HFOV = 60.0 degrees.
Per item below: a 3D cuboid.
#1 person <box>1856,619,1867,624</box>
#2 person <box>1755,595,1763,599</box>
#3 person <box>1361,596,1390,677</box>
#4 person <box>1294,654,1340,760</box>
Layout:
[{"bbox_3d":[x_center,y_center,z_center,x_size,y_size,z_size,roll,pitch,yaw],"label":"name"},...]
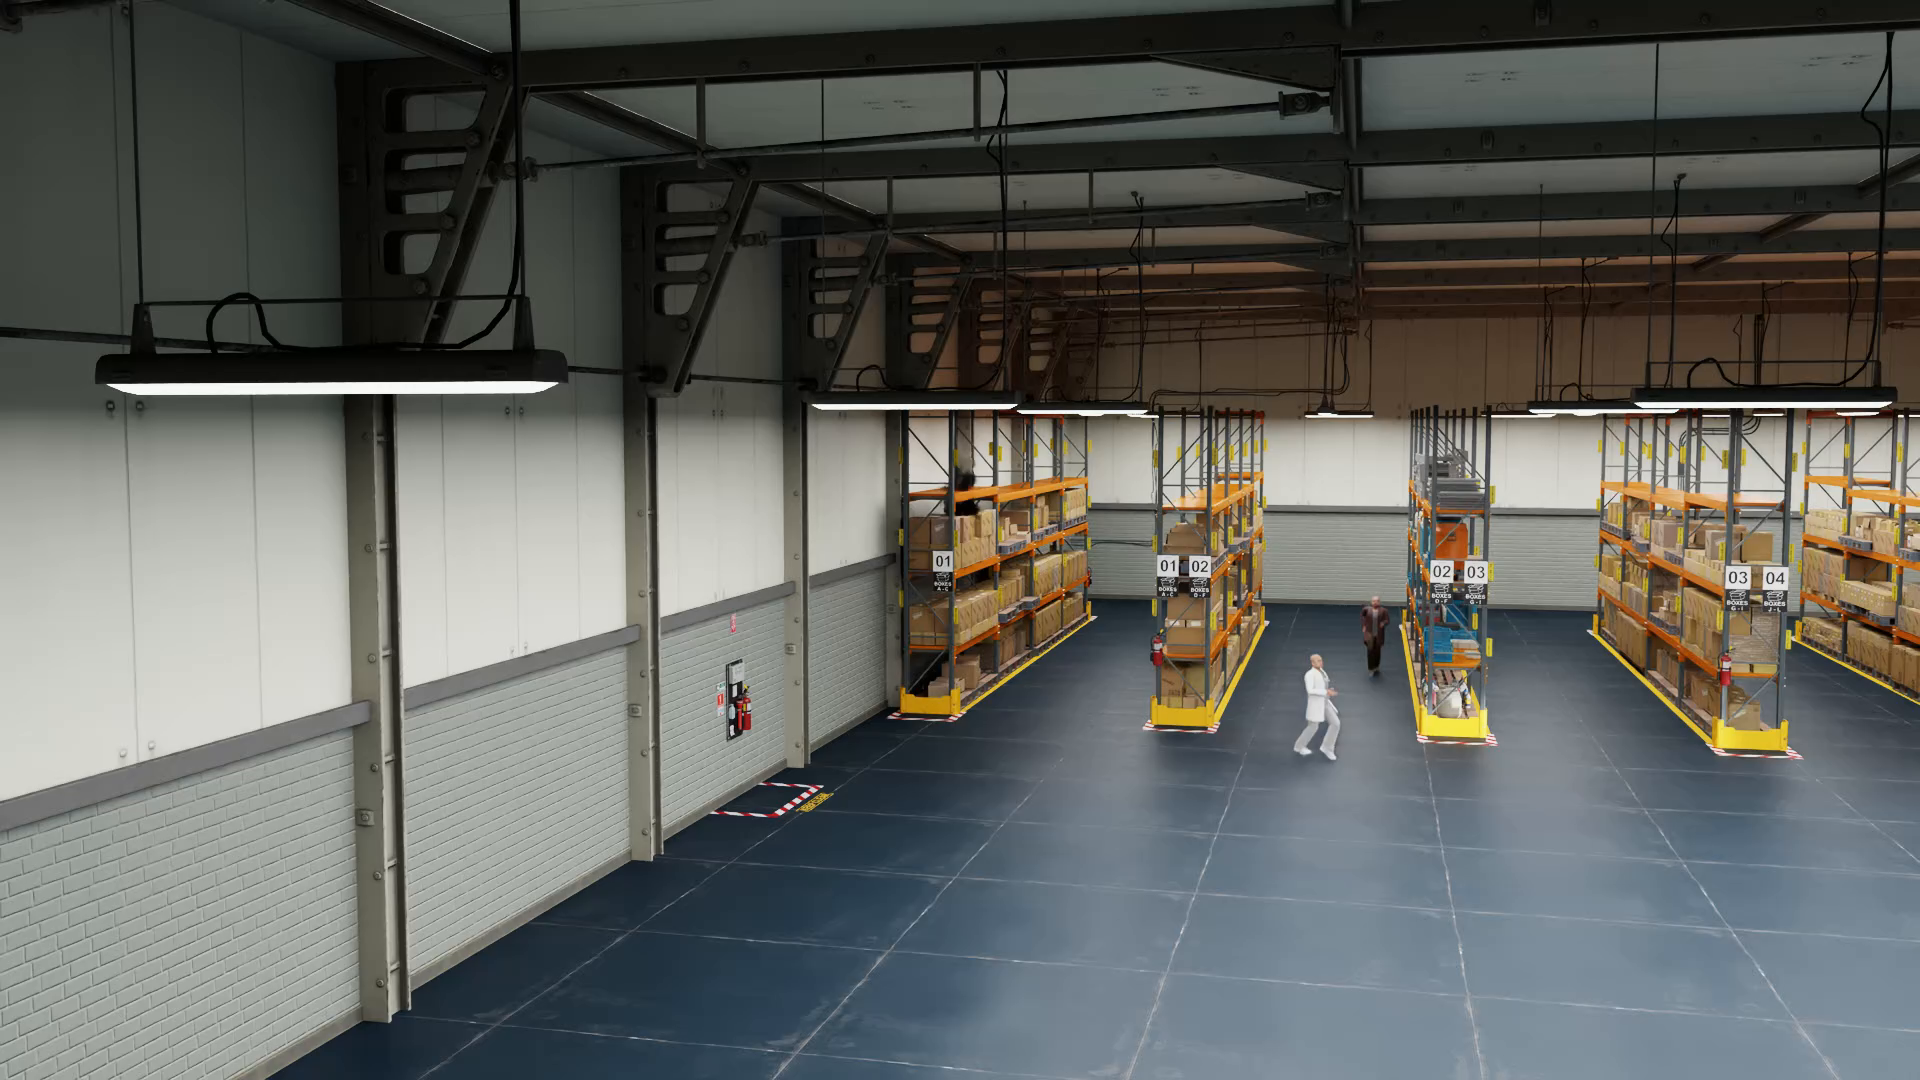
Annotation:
[{"bbox_3d":[23.600,1.685,44.127,0.733,1.723,1.026,-3,5,-40],"label":"person"},{"bbox_3d":[20.458,1.795,42.878,0.766,1.762,0.651,2,4,24],"label":"person"},{"bbox_3d":[9.354,2.161,37.471,0.626,1.833,0.980,1,4,9],"label":"person"},{"bbox_3d":[6.069,2.839,28.210,0.827,1.820,0.723,4,6,44],"label":"person"}]
